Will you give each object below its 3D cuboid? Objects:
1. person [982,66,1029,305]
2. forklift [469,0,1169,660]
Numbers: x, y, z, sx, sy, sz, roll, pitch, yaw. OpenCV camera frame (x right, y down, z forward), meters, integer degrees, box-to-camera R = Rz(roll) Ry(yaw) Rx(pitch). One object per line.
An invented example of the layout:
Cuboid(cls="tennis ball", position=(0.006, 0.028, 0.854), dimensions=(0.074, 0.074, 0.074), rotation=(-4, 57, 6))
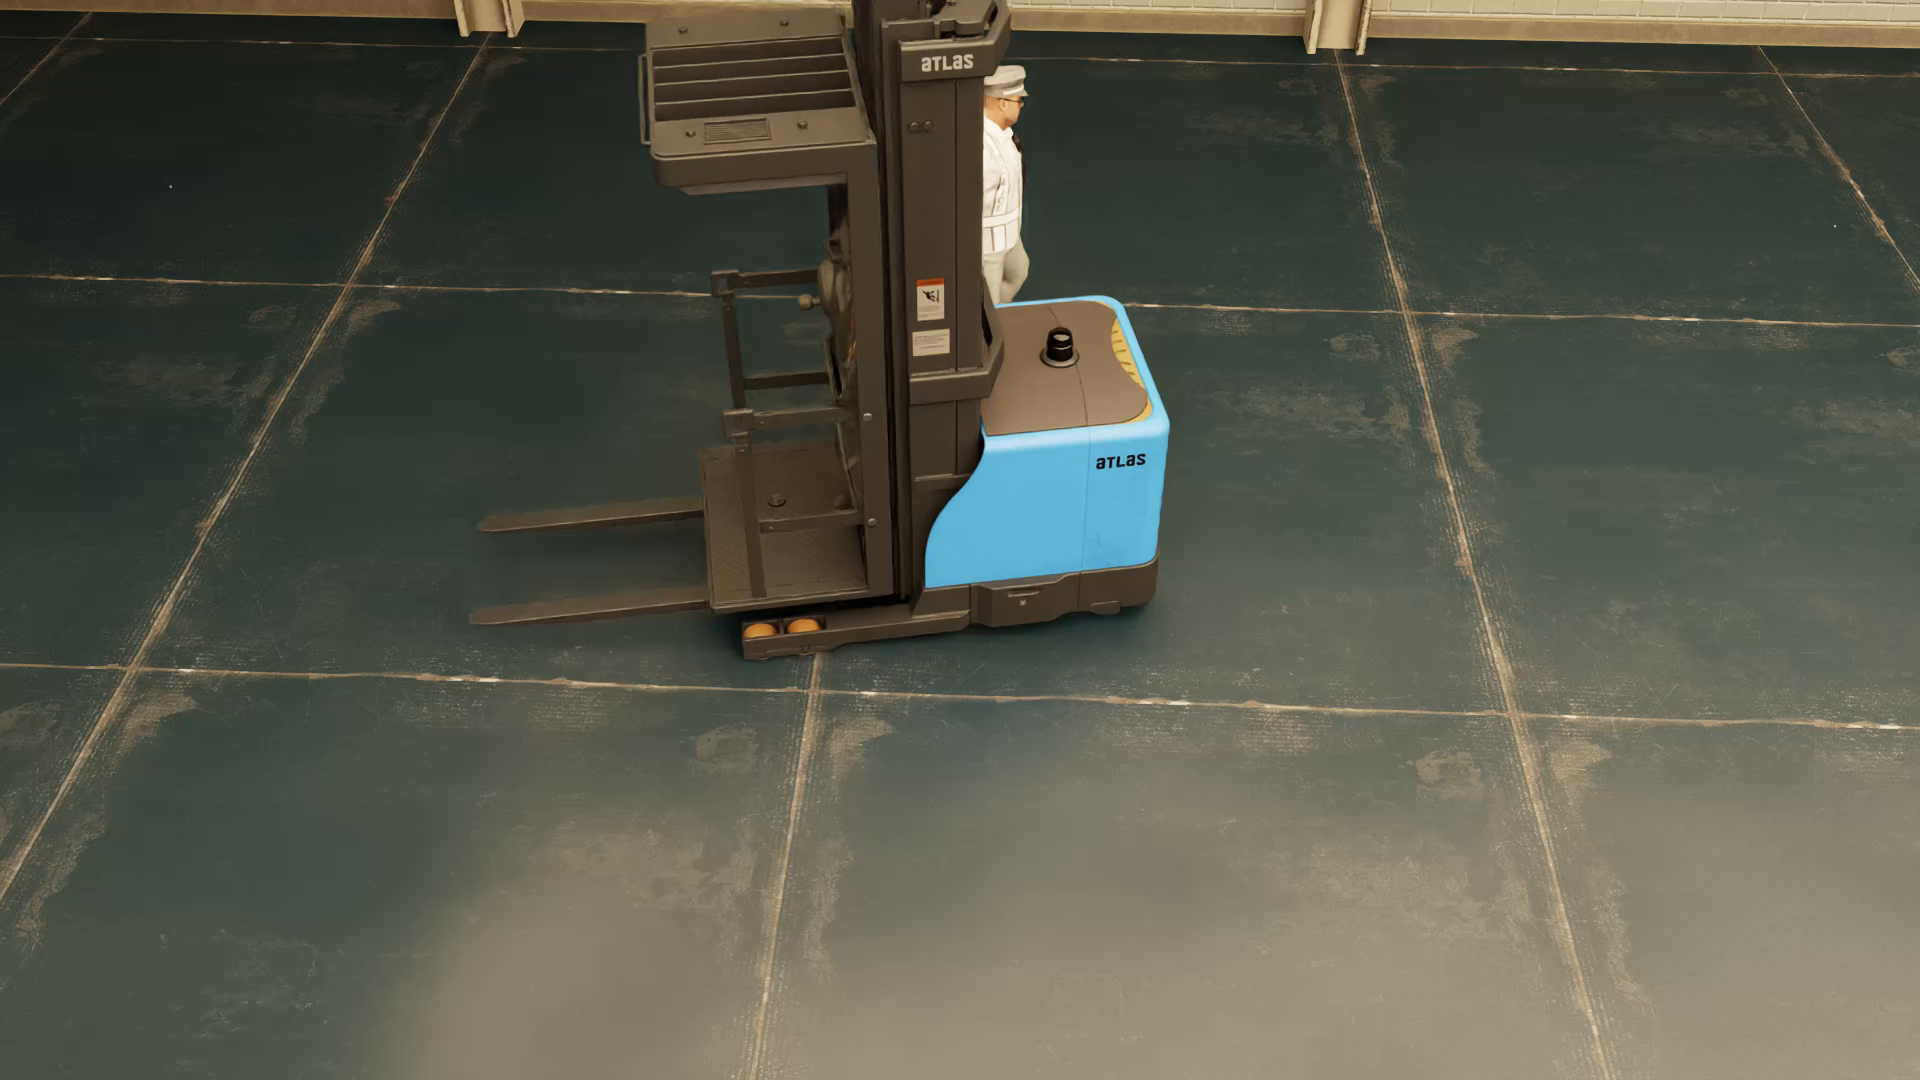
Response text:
Cuboid(cls="person", position=(0.074, -1.523, 8.366), dimensions=(0.461, 1.733, 0.878), rotation=(11, 43, 12))
Cuboid(cls="forklift", position=(-0.677, -0.937, 6.769), dimensions=(3.031, 2.935, 1.130), rotation=(-6, 43, -7))
